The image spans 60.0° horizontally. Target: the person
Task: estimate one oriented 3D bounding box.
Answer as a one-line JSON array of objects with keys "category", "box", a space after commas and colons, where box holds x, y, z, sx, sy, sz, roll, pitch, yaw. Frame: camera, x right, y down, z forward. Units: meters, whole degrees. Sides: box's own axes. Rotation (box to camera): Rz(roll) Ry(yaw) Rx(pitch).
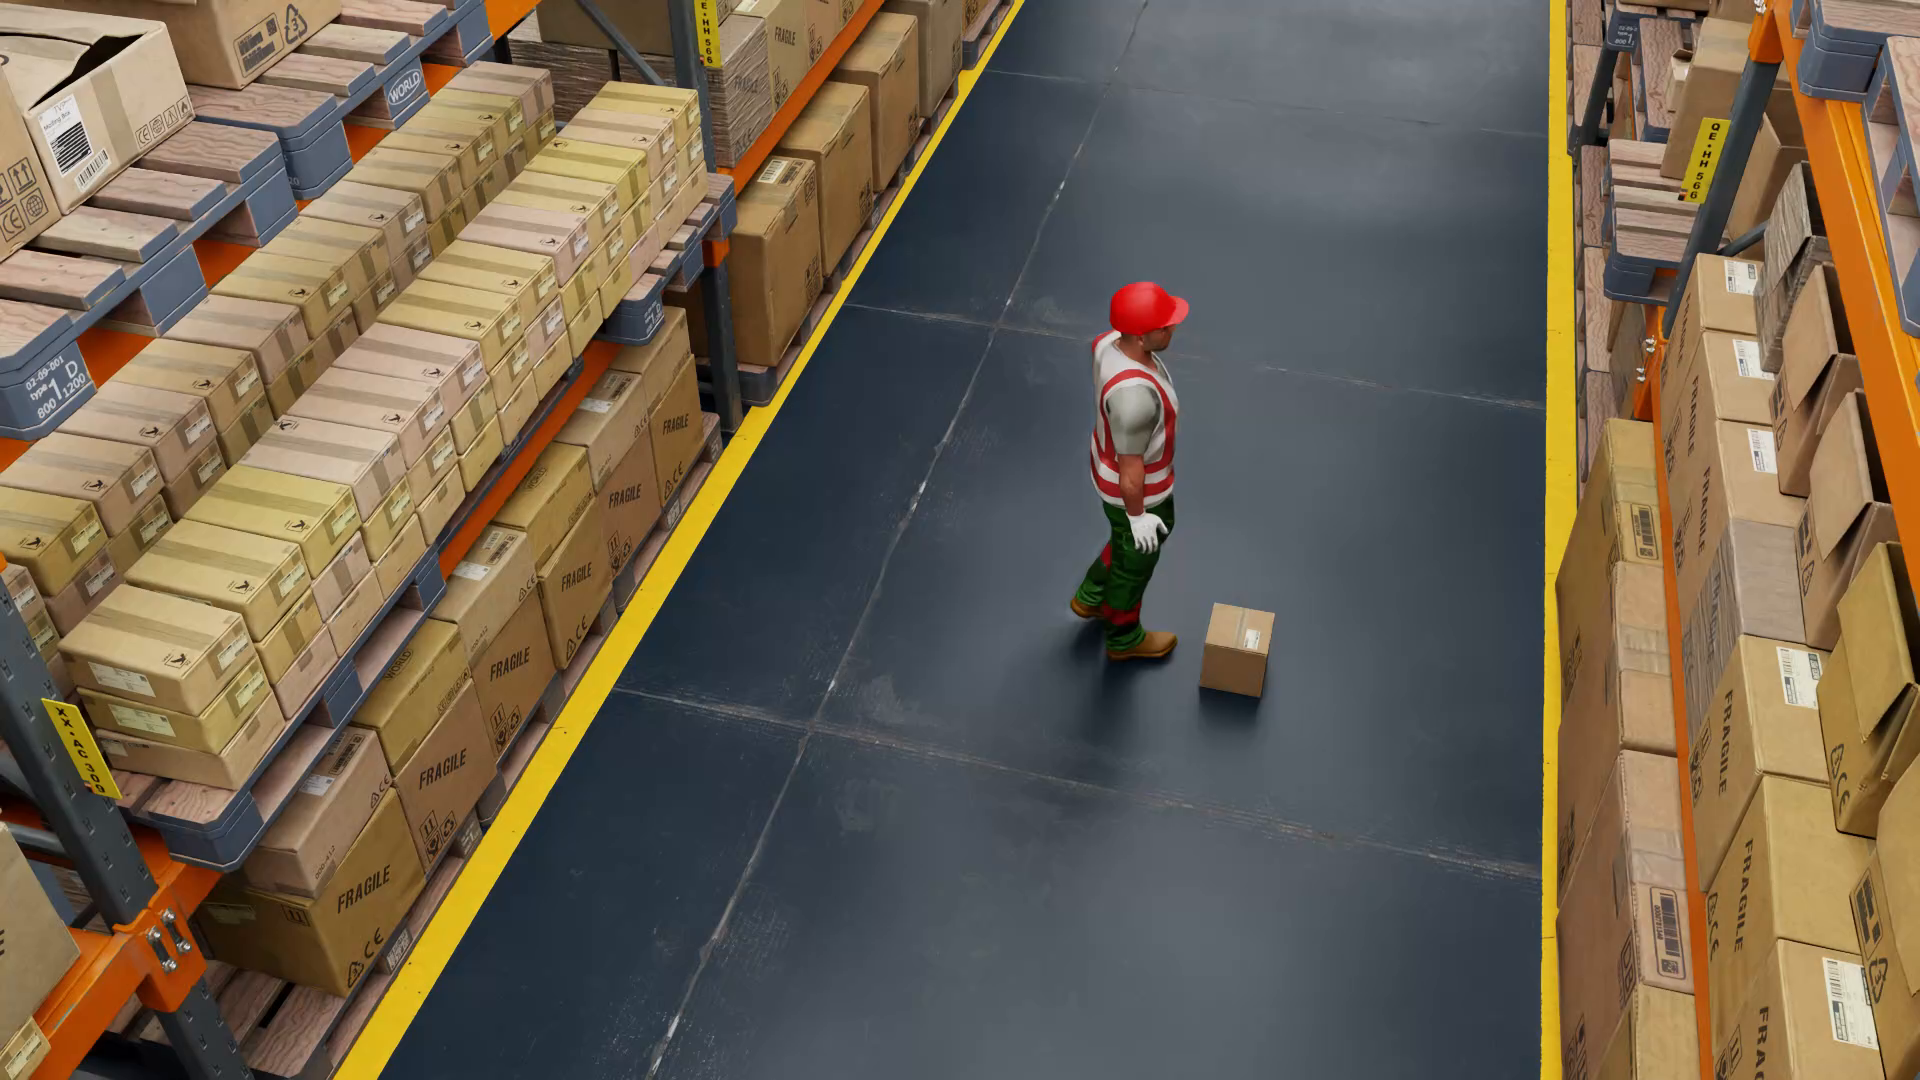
[{"category": "person", "box": [0.688, -0.219, 6.382, 0.441, 1.795, 0.545, -2, 41, -3]}]
